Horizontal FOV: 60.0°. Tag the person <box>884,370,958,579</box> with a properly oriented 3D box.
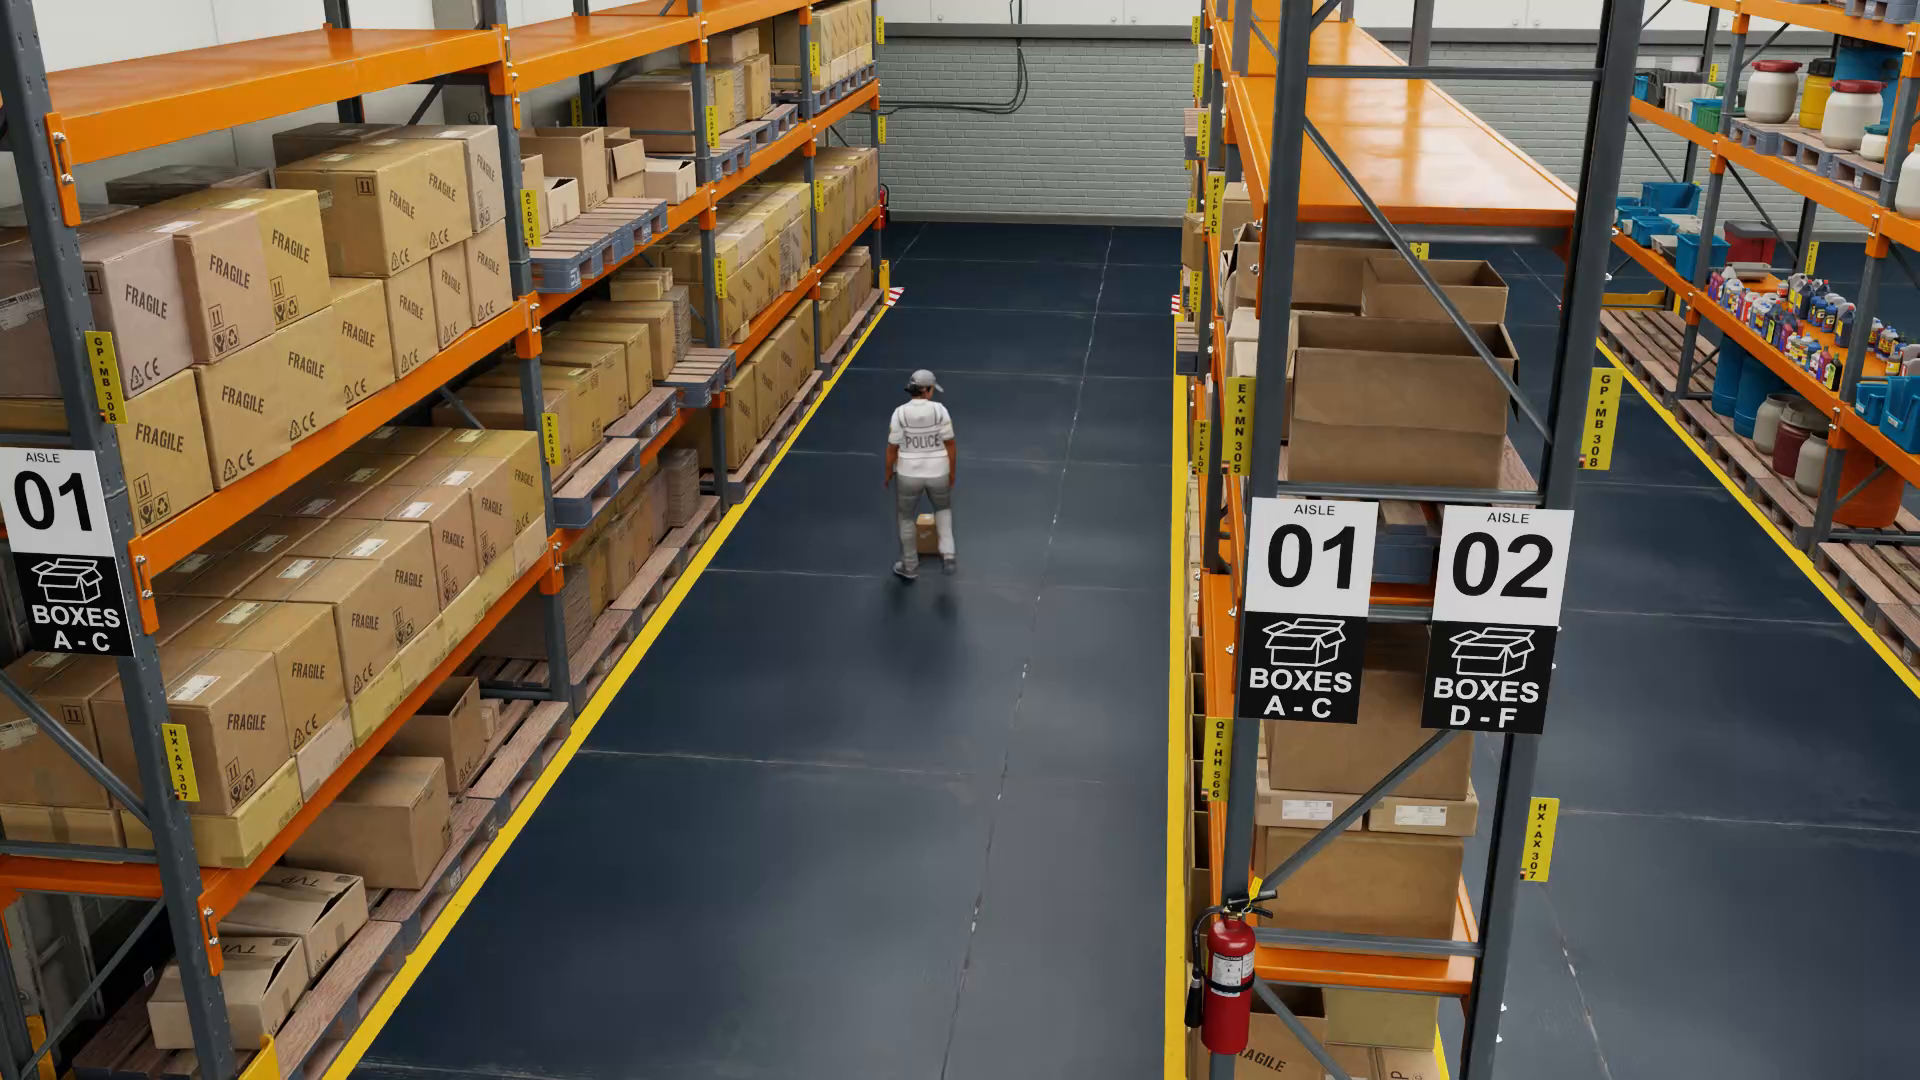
[{"bbox_3d":[-0.288,-0.478,12.655,0.535,1.653,0.500,-5,22,-14],"label":"person"}]
